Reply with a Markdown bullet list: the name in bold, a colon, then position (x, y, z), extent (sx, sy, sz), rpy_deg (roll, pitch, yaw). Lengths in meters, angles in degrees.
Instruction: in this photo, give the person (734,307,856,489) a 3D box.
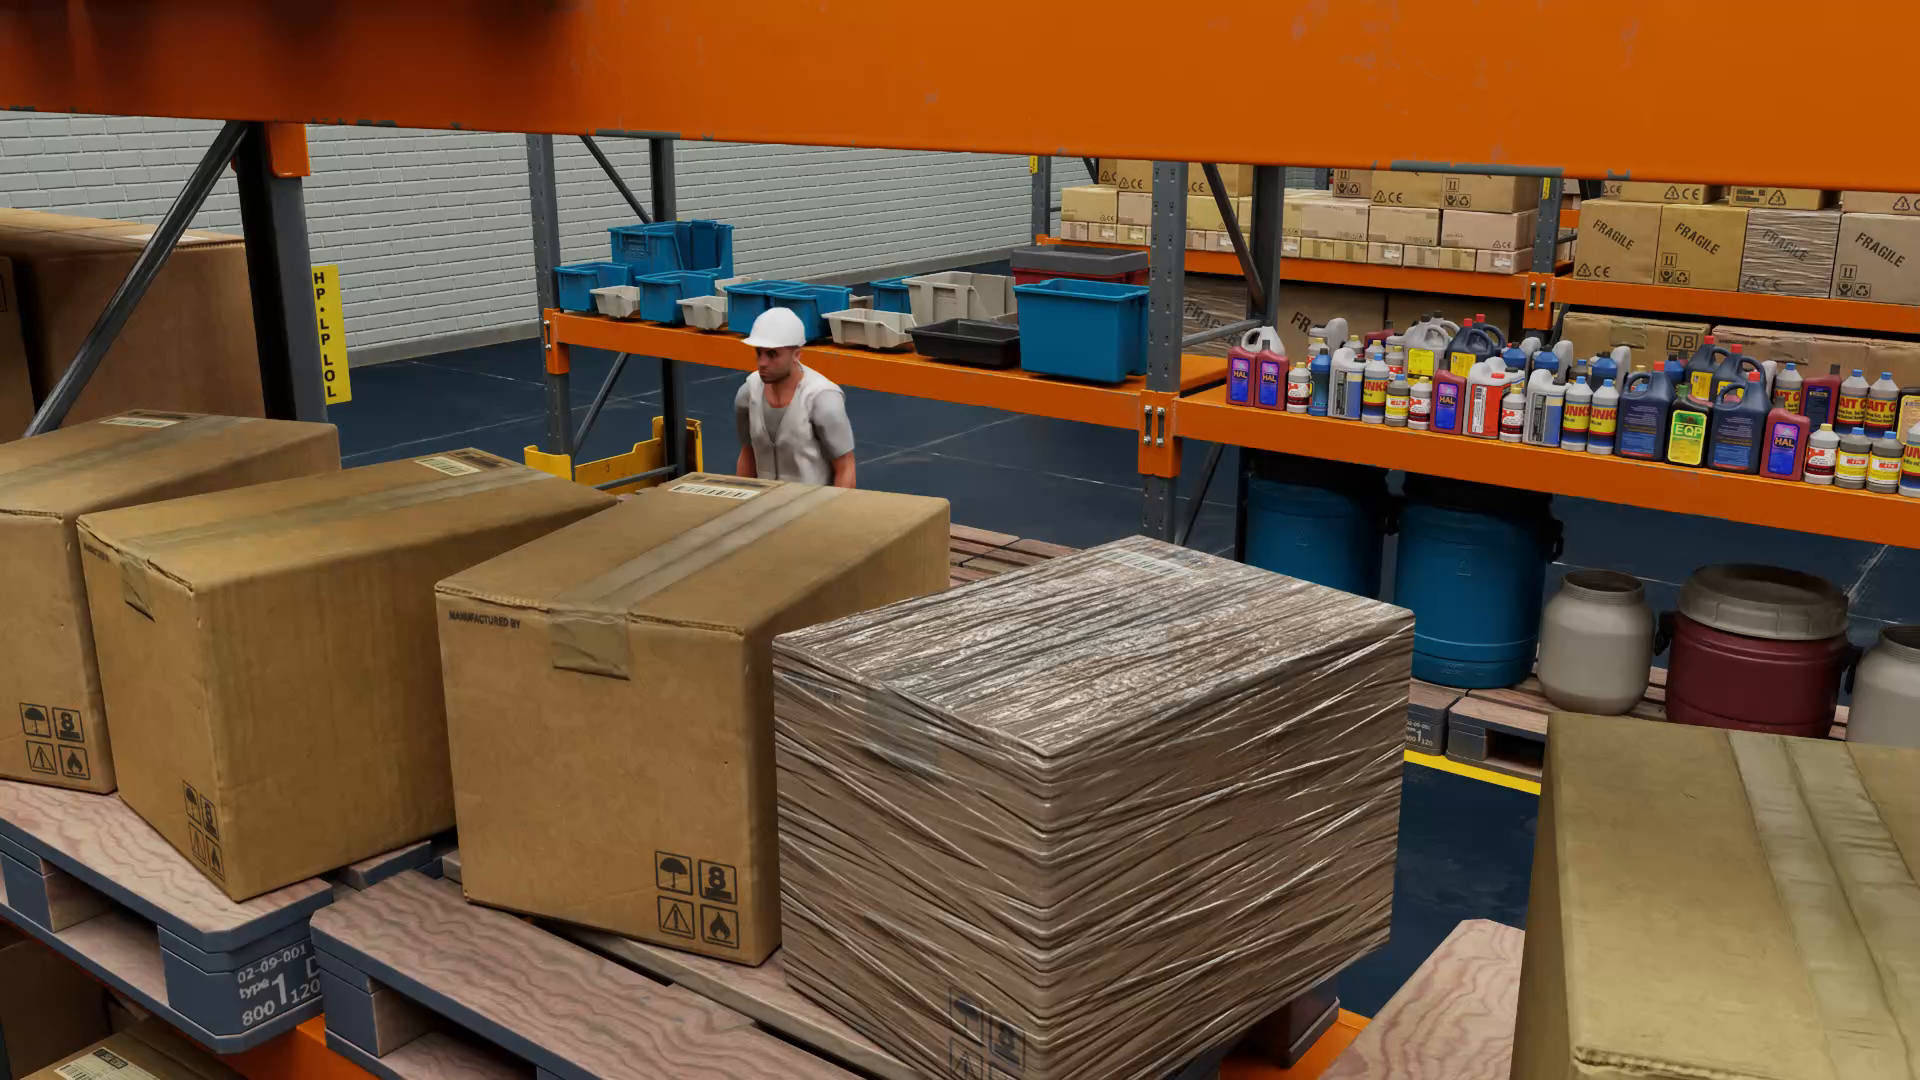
- **person**: position (-0.697, -0.061, 6.721), extent (0.605, 1.777, 0.452), rpy_deg (11, 19, 32)
